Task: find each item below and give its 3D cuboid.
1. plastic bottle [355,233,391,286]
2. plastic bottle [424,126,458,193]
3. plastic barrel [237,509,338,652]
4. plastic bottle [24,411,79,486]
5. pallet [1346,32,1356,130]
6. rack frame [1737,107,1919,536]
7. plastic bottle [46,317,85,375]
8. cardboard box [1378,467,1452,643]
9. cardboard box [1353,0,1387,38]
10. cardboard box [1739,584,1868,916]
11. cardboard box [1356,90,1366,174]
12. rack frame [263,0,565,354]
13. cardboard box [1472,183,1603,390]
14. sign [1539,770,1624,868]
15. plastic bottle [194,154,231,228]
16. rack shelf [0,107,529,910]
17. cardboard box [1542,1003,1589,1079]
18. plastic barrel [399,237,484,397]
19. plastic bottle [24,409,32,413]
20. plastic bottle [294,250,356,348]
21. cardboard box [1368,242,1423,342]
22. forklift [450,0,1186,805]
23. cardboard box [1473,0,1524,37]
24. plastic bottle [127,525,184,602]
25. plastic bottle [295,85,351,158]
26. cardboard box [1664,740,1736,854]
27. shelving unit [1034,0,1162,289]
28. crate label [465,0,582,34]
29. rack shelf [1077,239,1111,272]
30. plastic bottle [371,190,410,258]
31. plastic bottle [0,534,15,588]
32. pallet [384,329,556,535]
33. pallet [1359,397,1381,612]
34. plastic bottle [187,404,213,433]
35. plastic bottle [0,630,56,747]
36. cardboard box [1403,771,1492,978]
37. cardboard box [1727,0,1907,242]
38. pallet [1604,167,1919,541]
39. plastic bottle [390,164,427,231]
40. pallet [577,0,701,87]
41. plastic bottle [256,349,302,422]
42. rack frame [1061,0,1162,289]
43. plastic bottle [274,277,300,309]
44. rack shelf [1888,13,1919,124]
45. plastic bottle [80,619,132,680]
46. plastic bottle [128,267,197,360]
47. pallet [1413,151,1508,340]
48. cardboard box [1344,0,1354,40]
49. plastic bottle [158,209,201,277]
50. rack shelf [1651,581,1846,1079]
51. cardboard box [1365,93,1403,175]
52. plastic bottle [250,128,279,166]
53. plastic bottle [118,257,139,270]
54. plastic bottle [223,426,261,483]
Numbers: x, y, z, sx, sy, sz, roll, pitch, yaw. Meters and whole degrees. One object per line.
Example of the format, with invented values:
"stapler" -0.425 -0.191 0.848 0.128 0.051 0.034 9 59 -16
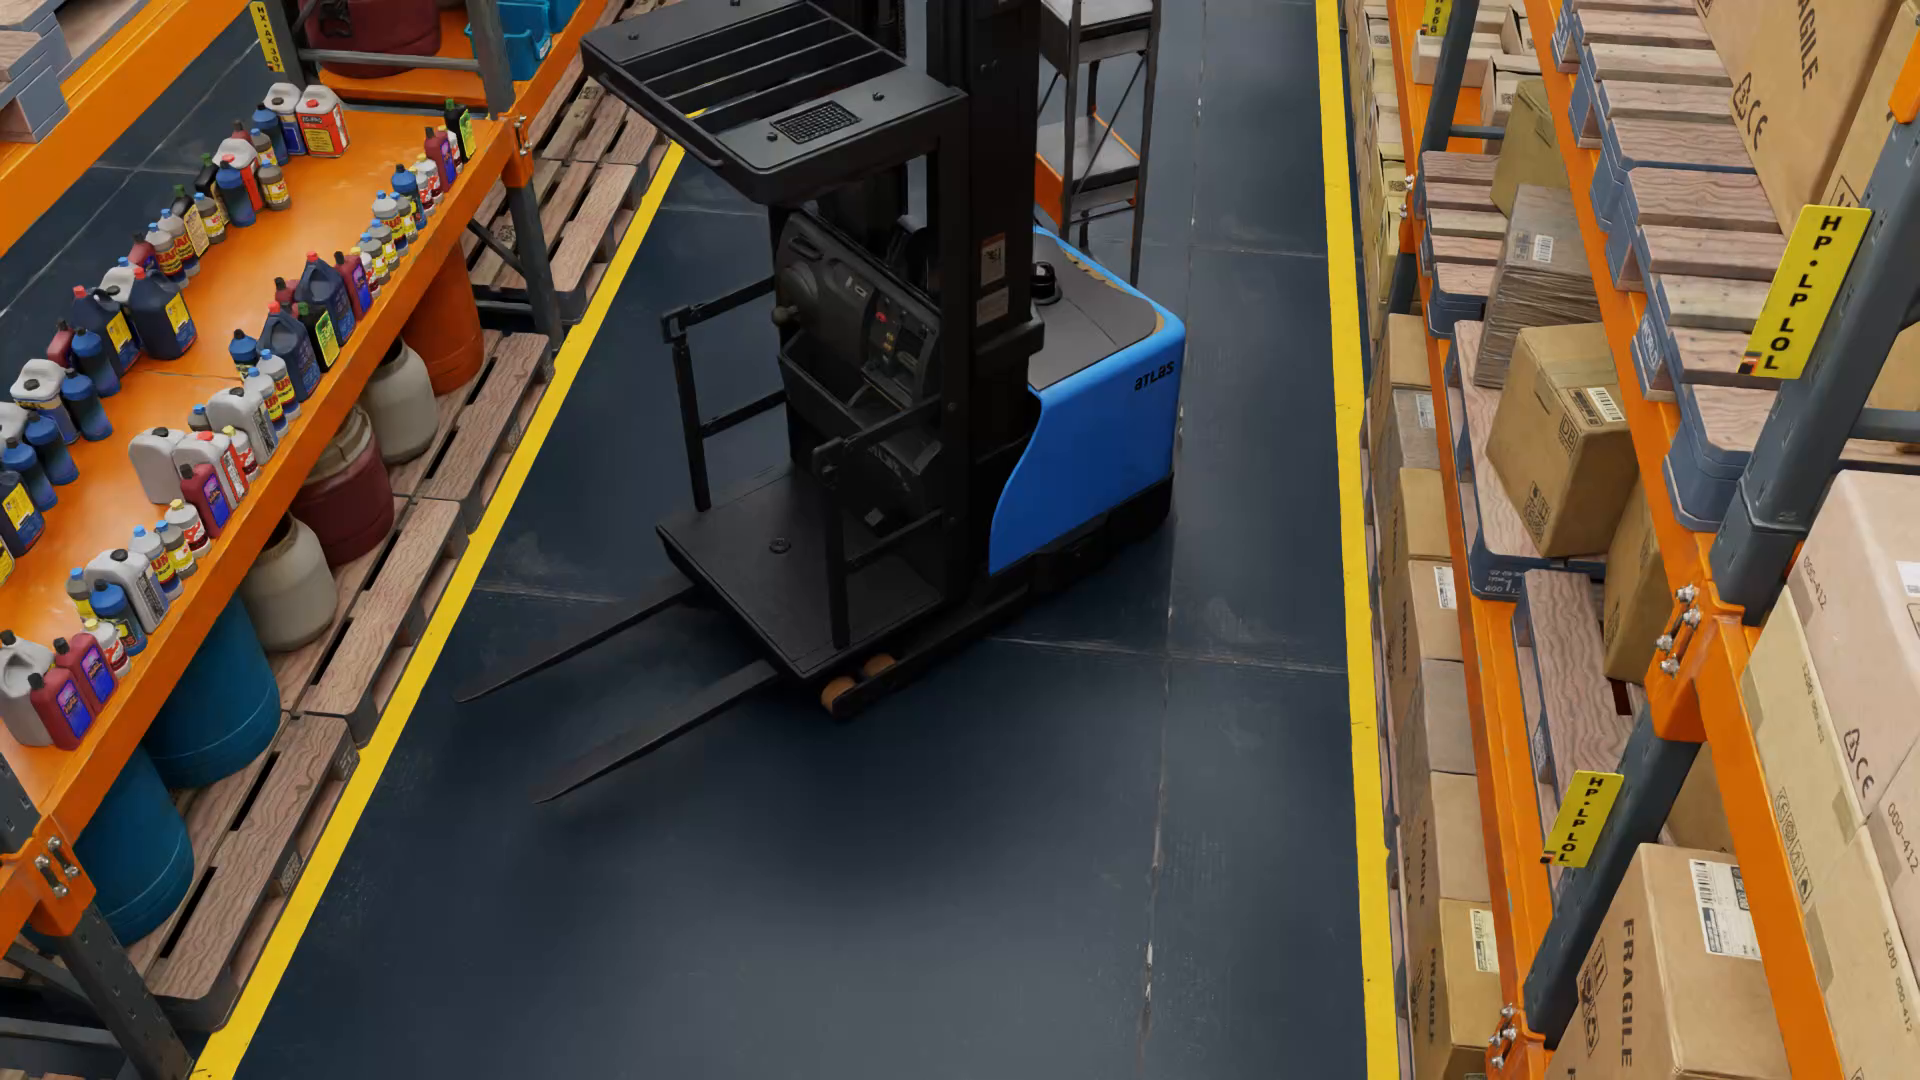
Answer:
"plastic bottle" -2.256 -1.083 6.379 0.097 0.201 0.097 0 43 0
"plastic bottle" -2.146 -1.588 6.853 0.061 0.283 0.133 5 44 6
"plastic barrel" -2.668 0.146 6.440 0.421 0.512 0.421 0 43 0
"plastic bottle" -3.023 -0.313 5.515 0.097 0.271 0.097 0 43 0
"pallet" 2.895 -2.857 10.136 1.003 0.211 1.213 5 44 6
"rack frame" 1.896 -1.102 1.891 1.000 3.000 0.127 5 44 6
"plastic bottle" -3.133 -0.636 5.847 0.061 0.283 0.133 5 44 6
"cardboard box" 1.947 0.081 6.503 0.500 0.500 0.500 5 44 5
"cardboard box" 2.581 -3.134 9.686 0.500 0.311 0.500 5 44 5
"cardboard box" 1.587 0.351 2.647 0.500 0.250 0.500 5 44 6
"cardboard box" 2.452 -2.229 9.139 0.500 0.250 0.500 6 44 6
"rack frame" -2.484 -2.102 7.311 1.000 3.000 0.127 5 44 6
"cardboard box" 2.143 -0.793 5.550 0.700 0.500 0.500 13 45 13
"sign" 1.345 0.608 3.606 0.100 0.325 0.005 5 44 6
"plastic bottle" -2.986 -1.392 6.645 0.061 0.283 0.133 5 44 6
"rack shelf" -2.749 -0.478 6.119 1.077 0.370 4.000 5 44 6
"cardboard box" 1.559 1.363 3.578 0.500 0.500 0.500 6 44 7
"plastic barrel" -2.532 -1.132 7.559 0.600 0.830 0.708 5 44 6
"plastic bottle" -3.161 -0.368 5.624 0.097 0.201 0.097 0 43 0
"plastic bottle" -2.329 -0.886 6.062 0.144 0.351 0.185 5 44 6
"cardboard box" 2.253 -1.184 8.036 0.500 0.250 0.500 6 44 7
"forklift" -0.549 -0.781 5.965 3.031 2.935 1.130 -28 50 -27
"cardboard box" 2.538 -2.432 7.842 0.380 0.149 0.250 8 44 9
"plastic bottle" -2.484 0.064 5.117 0.097 0.271 0.097 0 43 0
"plastic bottle" -2.711 -1.778 7.058 0.152 0.276 0.135 5 44 6
"cardboard box" 2.180 0.585 4.094 0.700 0.500 0.500 -8 44 -9
"shelving unit" 0.521 -1.559 7.392 0.431 2.100 0.503 -17 46 -17
"crate label" -2.085 -2.768 7.988 0.502 0.435 0.616 5 44 6
"rack shelf" 0.521 -1.041 7.883 0.431 0.518 0.480 -17 46 -17
"plastic bottle" -2.230 -1.241 6.495 0.097 0.271 0.097 0 43 0
"plastic bottle" -3.073 -0.001 5.128 0.144 0.351 0.185 5 44 6
"pallet" -2.547 -0.549 7.698 1.003 0.211 1.213 5 44 6
"pallet" 2.289 -0.131 7.258 1.003 0.211 1.213 5 44 6
"plastic bottle" -2.547 -0.373 5.629 0.097 0.201 0.097 0 43 0
"plastic bottle" -2.640 0.404 4.700 0.144 0.351 0.185 5 44 6
"cardboard box" 1.751 1.126 5.399 0.500 0.500 0.500 5 44 6
"cardboard box" 2.102 -1.032 3.548 0.600 0.600 0.600 5 44 5
"pallet" 2.052 -0.382 3.449 1.213 0.211 1.003 5 44 6
"plastic bottle" -2.205 -1.374 6.635 0.097 0.271 0.097 0 43 0
"pallet" -2.021 -3.277 10.580 1.003 0.211 1.213 5 44 6
"plastic bottle" -2.366 -0.542 5.757 0.097 0.271 0.097 0 43 0
"rack frame" 0.622 -1.407 7.231 0.400 2.100 0.015 -17 46 -17
"plastic bottle" -2.434 -0.854 6.077 0.061 0.283 0.133 5 44 6
"rack shelf" 2.161 -2.058 3.715 1.077 0.370 4.000 5 44 6
"plastic bottle" -2.527 0.314 4.904 0.097 0.201 0.097 0 43 0
"plastic bottle" -2.902 -0.843 6.017 0.144 0.351 0.185 5 44 6
"pallet" 2.405 -1.111 6.404 1.213 0.211 1.003 5 44 6
"cardboard box" 2.655 -3.277 10.246 0.500 0.250 0.500 4 44 5
"plastic bottle" -3.014 -1.150 6.399 0.097 0.271 0.097 0 43 0
"rack shelf" 1.632 1.612 1.730 1.077 0.370 4.000 5 44 6
"cardboard box" 2.382 -2.085 8.579 0.500 0.311 0.500 5 44 5
"plastic bottle" -2.917 -1.622 6.948 0.097 0.201 0.097 0 43 0
"plastic bottle" -3.057 -0.926 6.162 0.097 0.271 0.097 0 43 0
"plastic bottle" -2.410 -0.292 5.544 0.097 0.201 0.097 0 43 0
